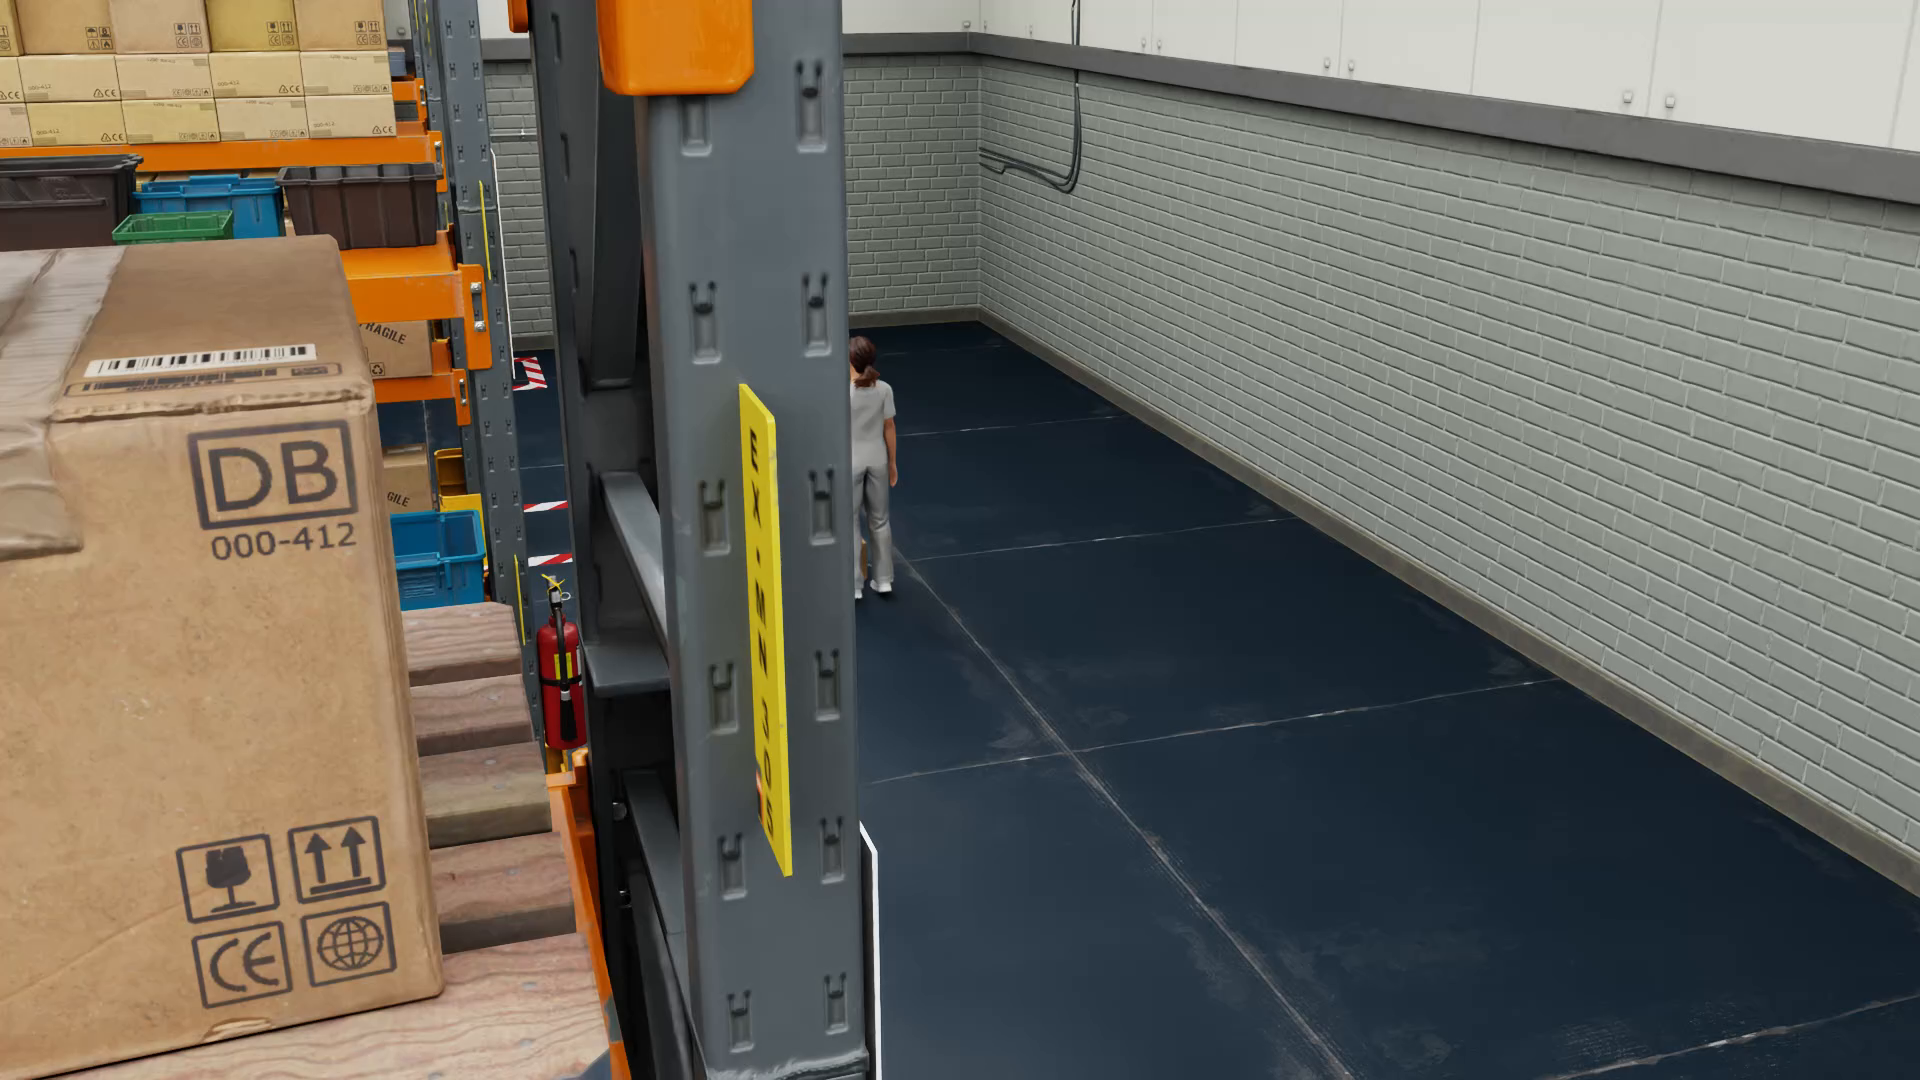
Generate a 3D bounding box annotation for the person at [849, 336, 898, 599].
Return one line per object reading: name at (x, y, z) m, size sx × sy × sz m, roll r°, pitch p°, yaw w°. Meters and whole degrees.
person at (-0.625, -0.428, 10.258) m, size 0.475 × 1.704 × 0.455 m, roll -8°, pitch 21°, yaw -23°
